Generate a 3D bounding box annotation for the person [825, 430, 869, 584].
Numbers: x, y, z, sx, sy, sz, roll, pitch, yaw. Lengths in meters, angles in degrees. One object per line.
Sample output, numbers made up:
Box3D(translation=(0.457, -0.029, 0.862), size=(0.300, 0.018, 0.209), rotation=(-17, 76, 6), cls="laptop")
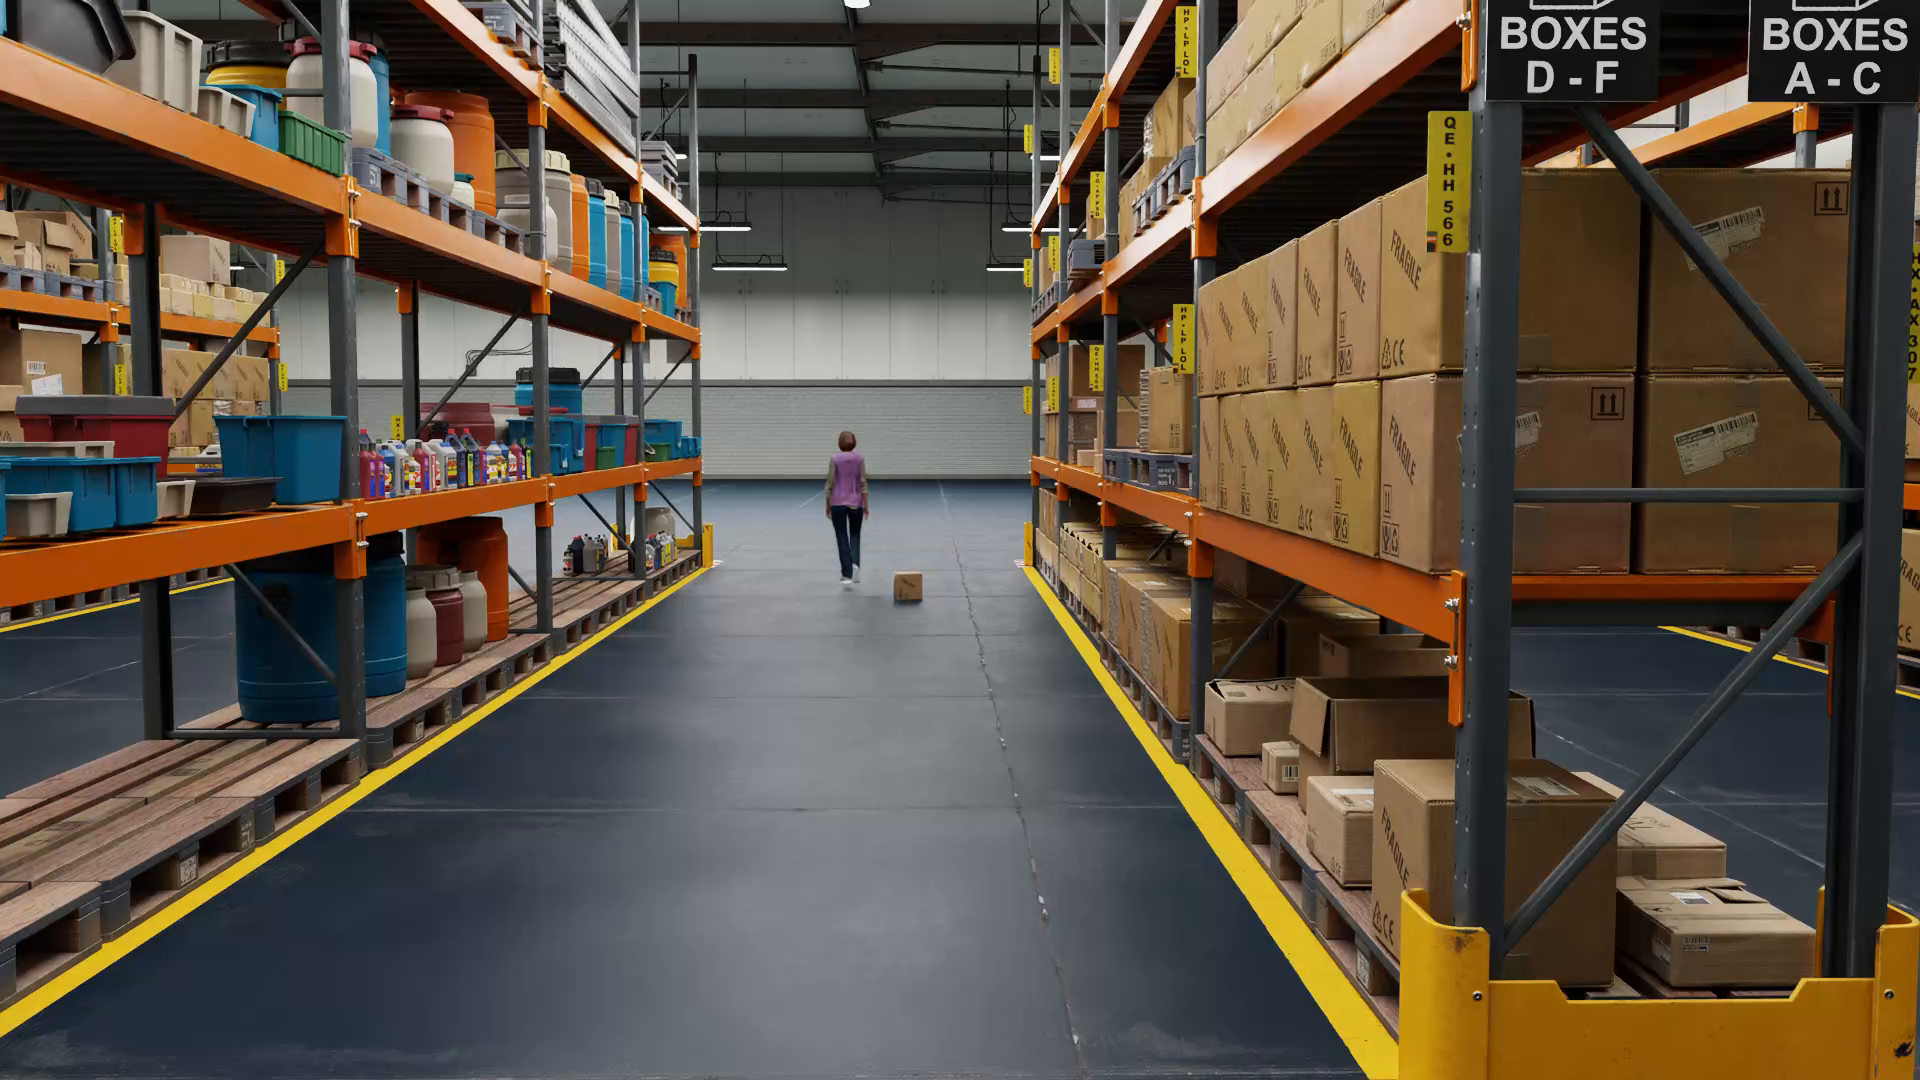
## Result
Box3D(translation=(-1.185, -0.334, 17.262), size=(0.447, 1.609, 0.431), rotation=(-1, 4, -17), cls="person")
